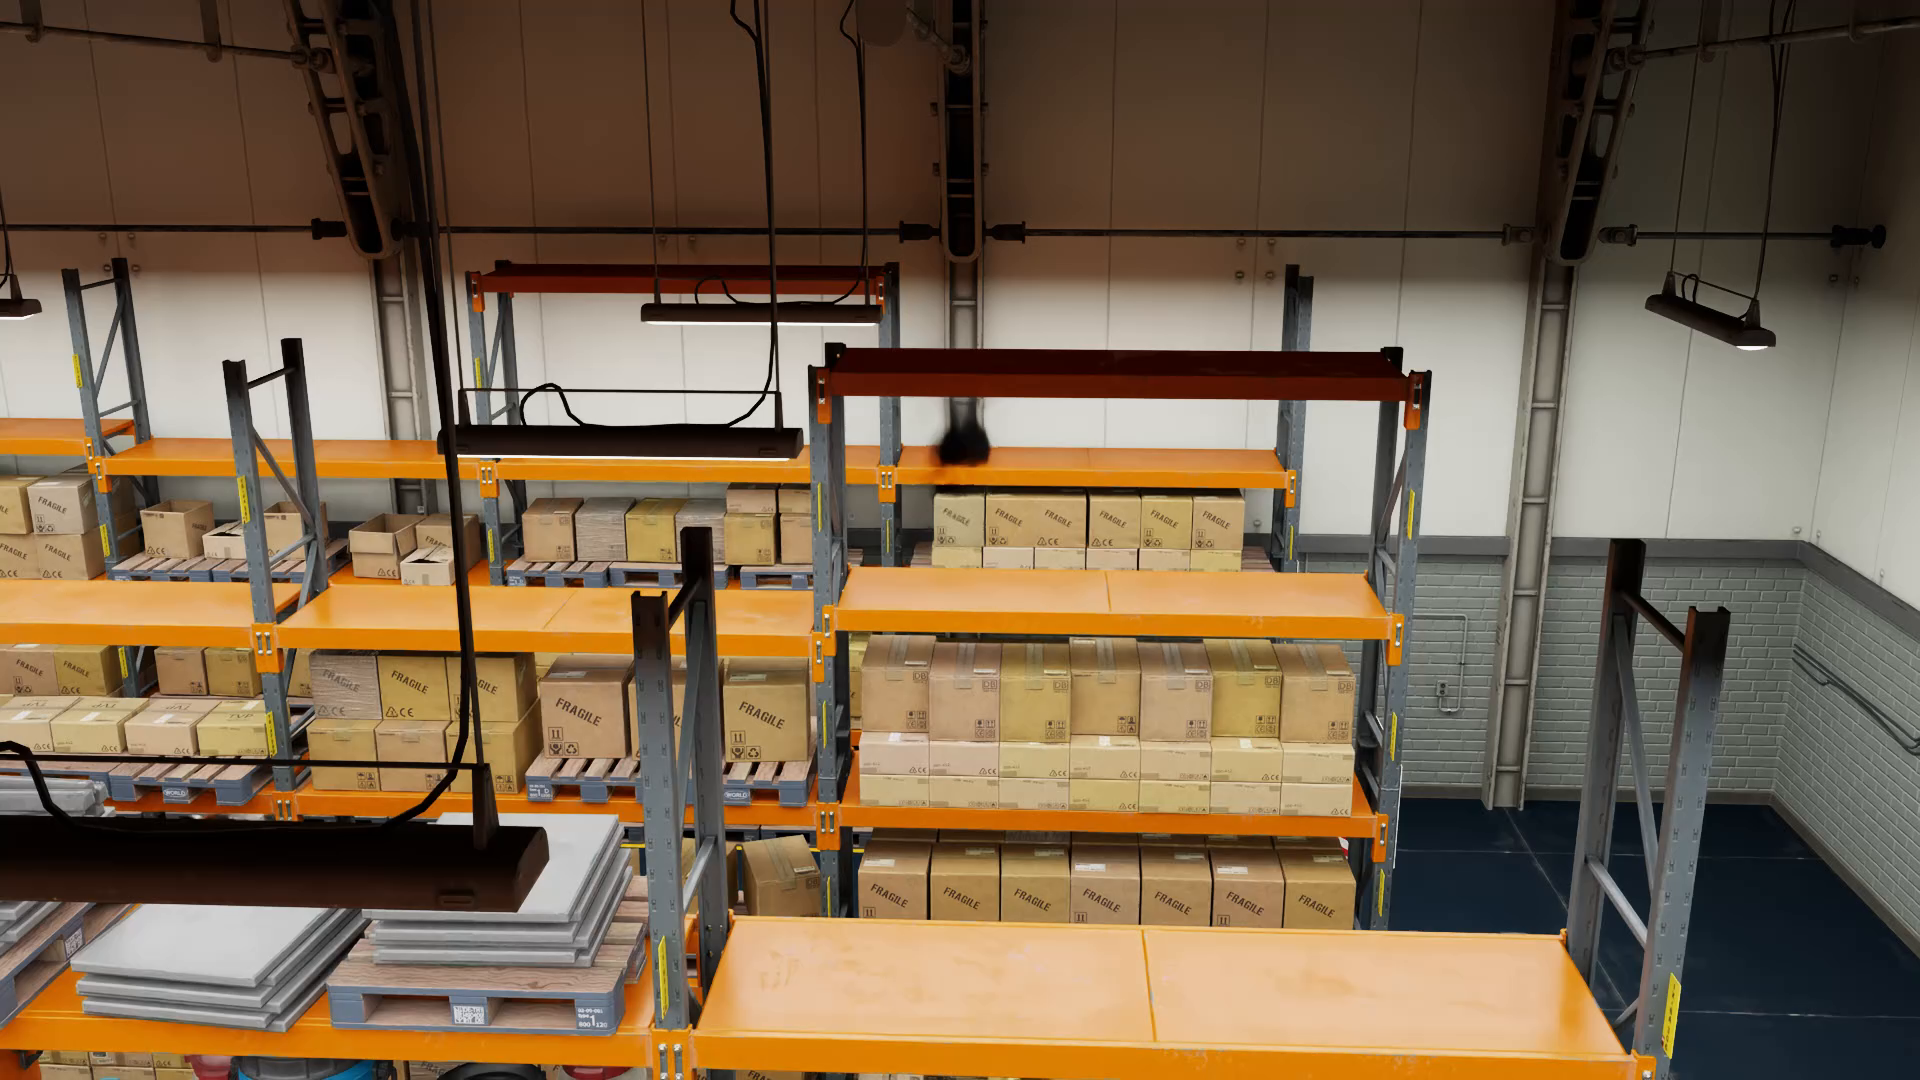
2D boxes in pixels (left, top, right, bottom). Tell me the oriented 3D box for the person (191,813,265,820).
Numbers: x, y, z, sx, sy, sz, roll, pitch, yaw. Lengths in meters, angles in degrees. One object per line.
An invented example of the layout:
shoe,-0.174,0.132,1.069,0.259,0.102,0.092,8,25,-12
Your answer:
person,-7.000,2.704,16.134,0.790,1.725,0.667,0,16,0
